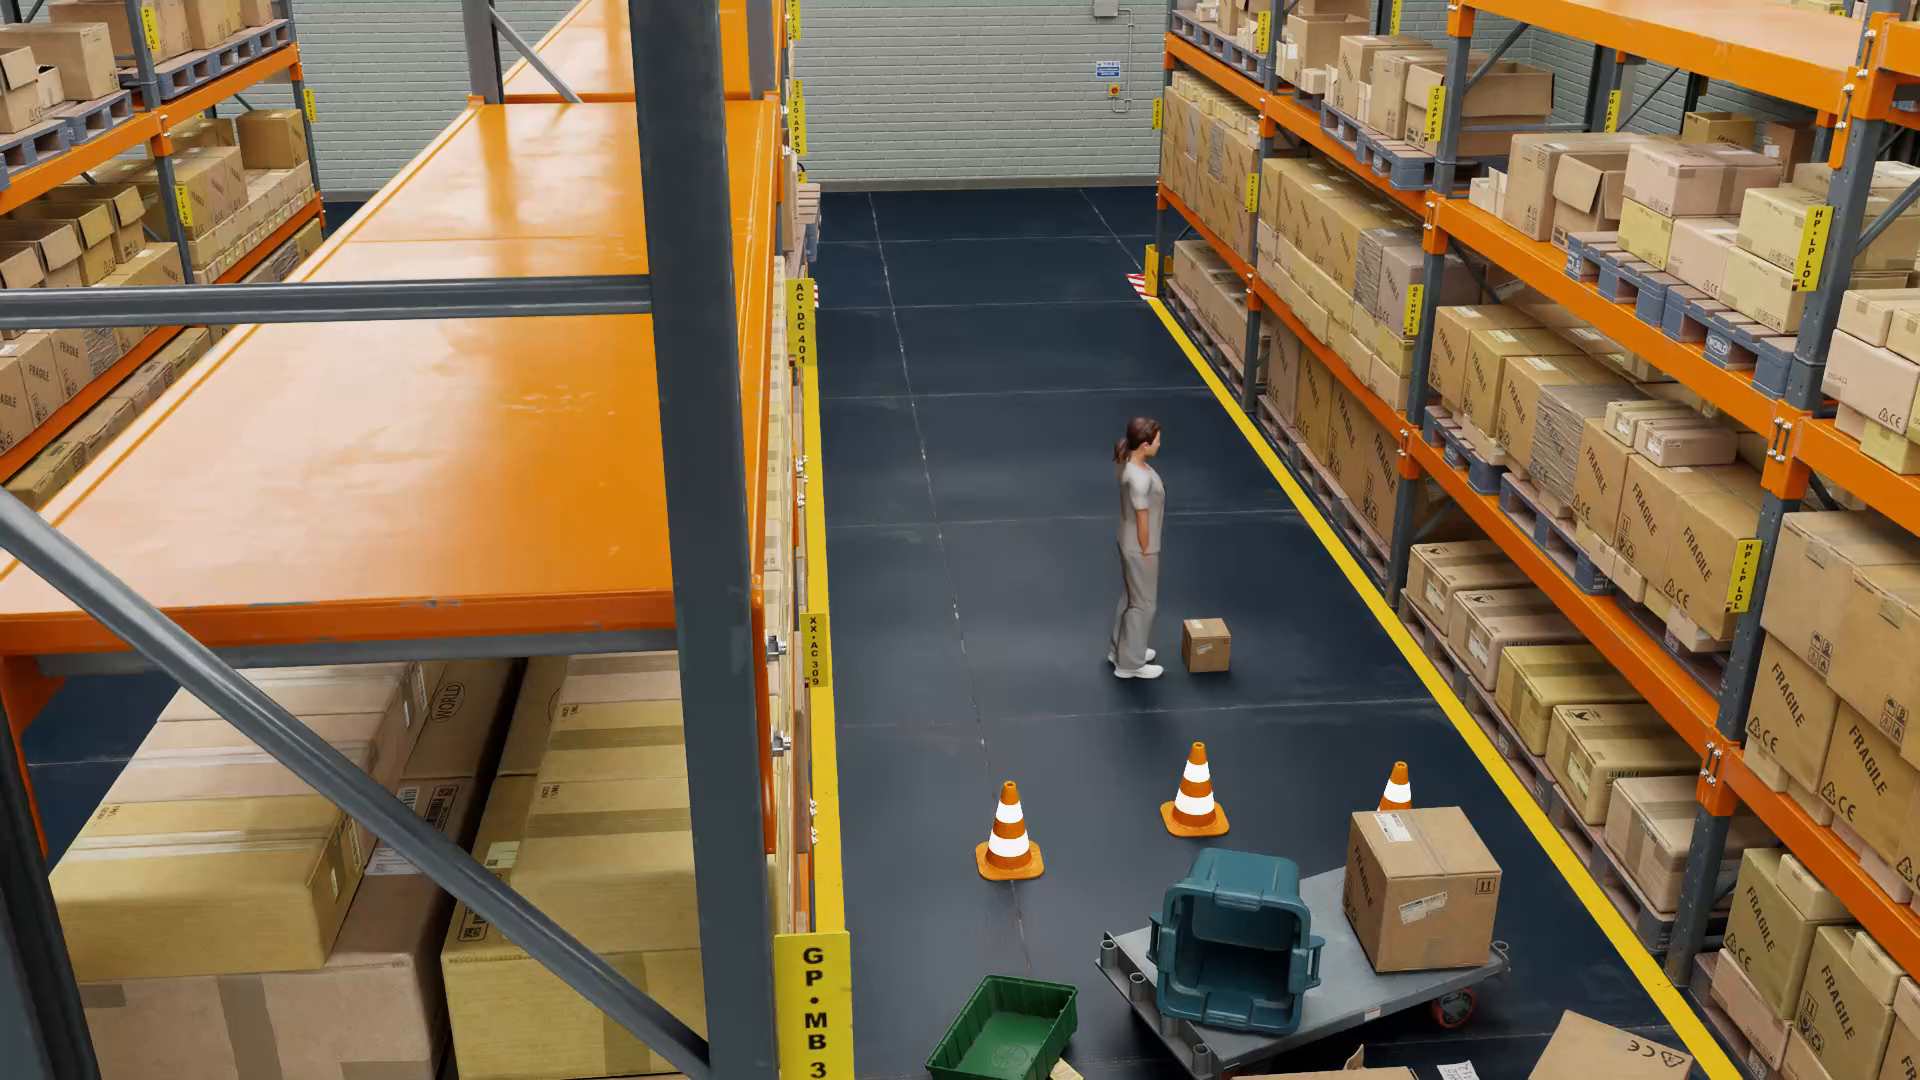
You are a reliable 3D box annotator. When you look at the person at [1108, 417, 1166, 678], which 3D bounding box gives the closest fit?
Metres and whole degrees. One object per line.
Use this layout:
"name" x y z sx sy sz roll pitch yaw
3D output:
"person" 1.085 0.035 10.240 0.363 1.673 0.439 -2 24 -4
